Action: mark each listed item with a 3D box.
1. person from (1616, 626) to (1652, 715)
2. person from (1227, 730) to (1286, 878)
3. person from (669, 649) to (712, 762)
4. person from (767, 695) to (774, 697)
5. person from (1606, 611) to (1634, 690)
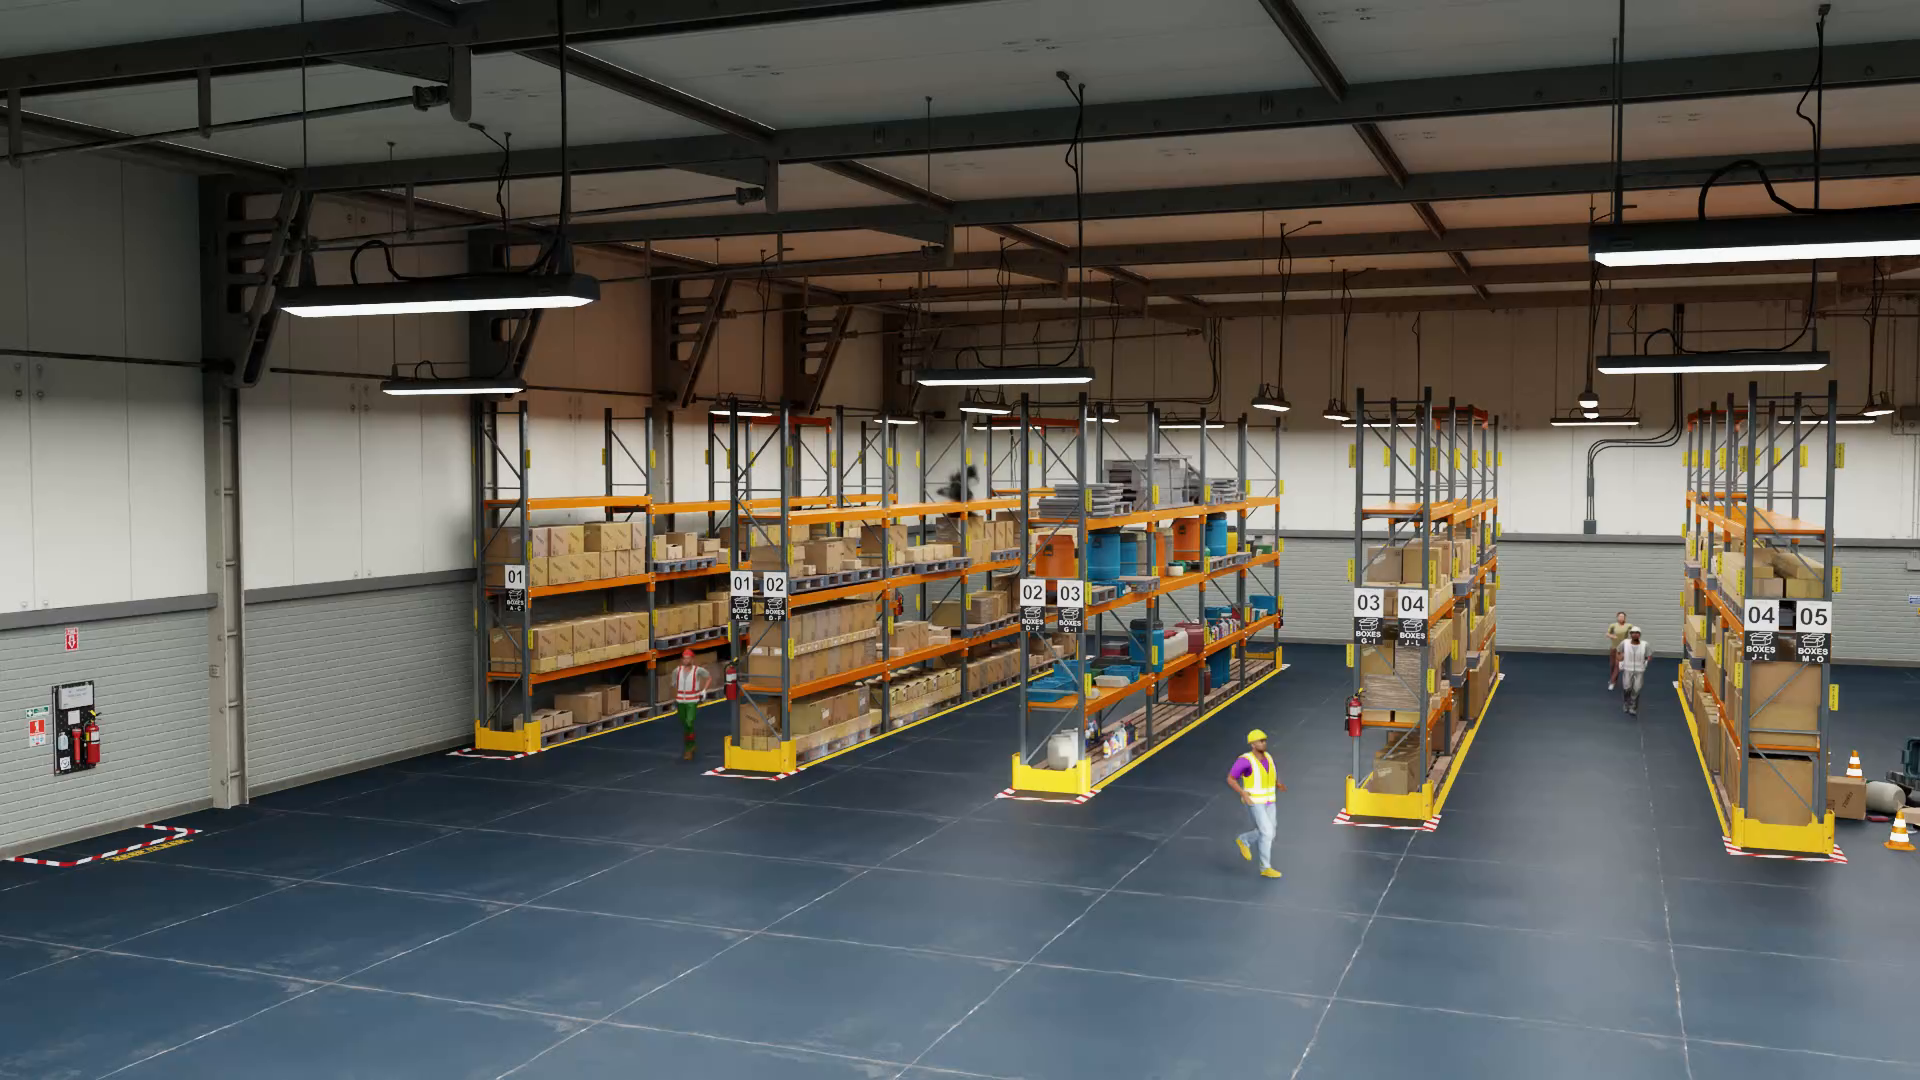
[{"bbox_3d":[13.097,2.552,32.311,0.653,1.741,0.584,1,3,18],"label":"person"},{"bbox_3d":[3.588,3.158,20.077,0.713,1.736,0.820,-2,3,-36],"label":"person"},{"bbox_3d":[-4.558,2.739,27.857,0.644,1.818,0.804,1,3,16],"label":"person"},{"bbox_3d":[-3.487,2.596,31.872,0.701,1.738,0.750,1,3,16],"label":"person"},{"bbox_3d":[14.385,2.393,36.234,0.603,1.683,0.909,2,3,30],"label":"person"}]
